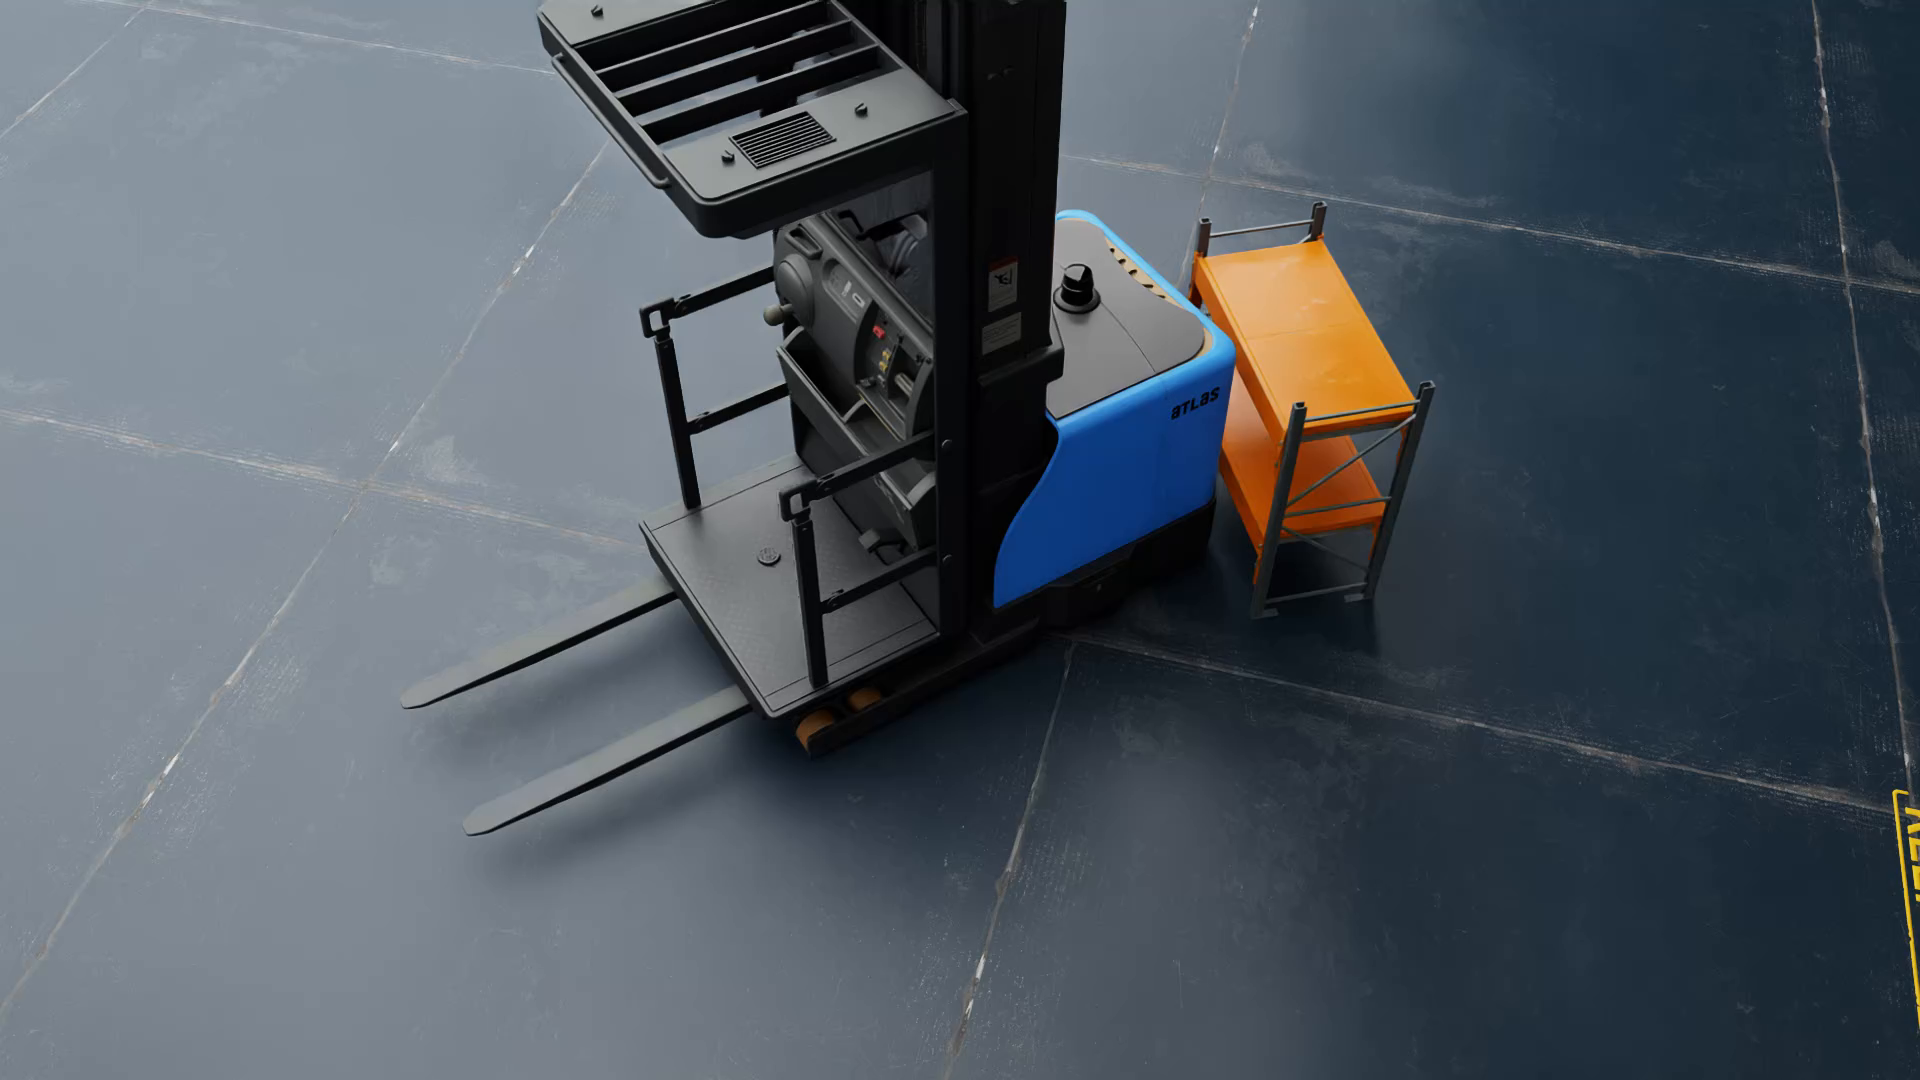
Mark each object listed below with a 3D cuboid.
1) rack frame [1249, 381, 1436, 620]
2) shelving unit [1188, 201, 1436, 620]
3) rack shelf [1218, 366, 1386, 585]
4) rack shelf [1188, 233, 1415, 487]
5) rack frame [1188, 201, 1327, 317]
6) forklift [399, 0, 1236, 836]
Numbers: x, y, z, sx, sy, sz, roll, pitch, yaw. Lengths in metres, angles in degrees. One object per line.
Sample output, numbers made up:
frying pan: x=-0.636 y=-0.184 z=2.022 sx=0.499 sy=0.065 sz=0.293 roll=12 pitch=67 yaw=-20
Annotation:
rack frame: x=1.362 y=-0.117 z=6.022 sx=0.500 sy=1.125 sz=0.032 roll=-9 pitch=49 yaw=-8
shelving unit: x=1.251 y=-0.489 z=6.350 sx=0.538 sy=1.125 sz=1.048 roll=-9 pitch=49 yaw=-8
rack shelf: x=1.251 y=-0.327 z=6.534 sx=0.538 sy=0.278 sz=1.000 roll=-9 pitch=49 yaw=-8
rack shelf: x=1.251 y=-0.683 z=6.131 sx=0.538 sy=0.278 sz=1.000 roll=-9 pitch=49 yaw=-8
rack frame: x=1.140 y=-0.861 z=6.679 sx=0.500 sy=1.125 sz=0.032 roll=-9 pitch=49 yaw=-8
forklift: x=-0.527 y=-0.658 z=5.294 sx=3.031 sy=2.935 sz=1.130 roll=-25 pitch=53 yaw=-21
